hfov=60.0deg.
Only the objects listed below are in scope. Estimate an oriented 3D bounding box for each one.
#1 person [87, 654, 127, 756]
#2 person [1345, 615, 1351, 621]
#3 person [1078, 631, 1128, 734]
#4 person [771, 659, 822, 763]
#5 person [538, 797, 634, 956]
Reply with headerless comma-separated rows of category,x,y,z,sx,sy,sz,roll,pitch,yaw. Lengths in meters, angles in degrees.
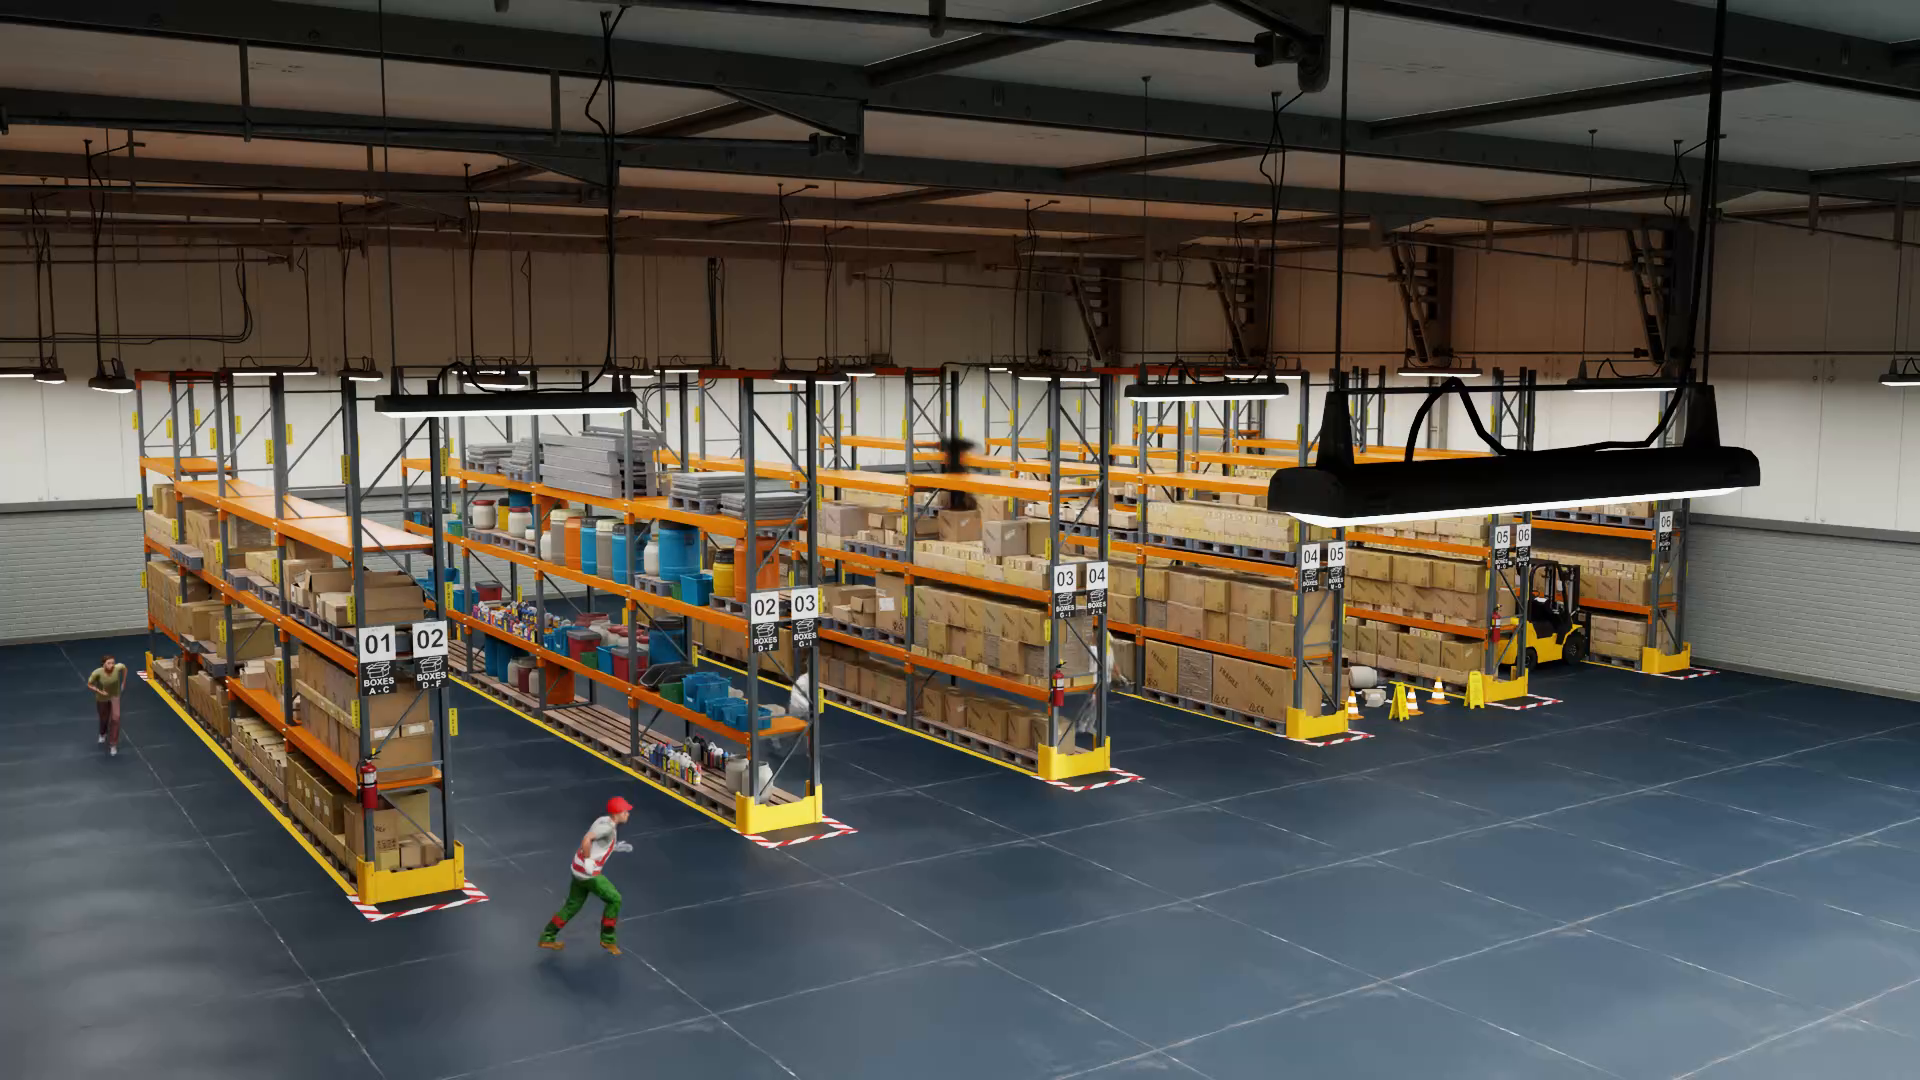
person,-13.603,2.573,26.514,0.609,1.626,0.980,-5,8,-39
person,8.582,1.429,35.916,0.794,1.731,0.656,6,9,43
person,2.334,2.363,27.454,0.643,1.726,0.739,6,9,44
person,-2.542,2.631,25.927,0.967,1.640,0.642,3,7,26
person,-3.904,3.564,17.396,1.002,1.728,0.706,-2,7,-13
